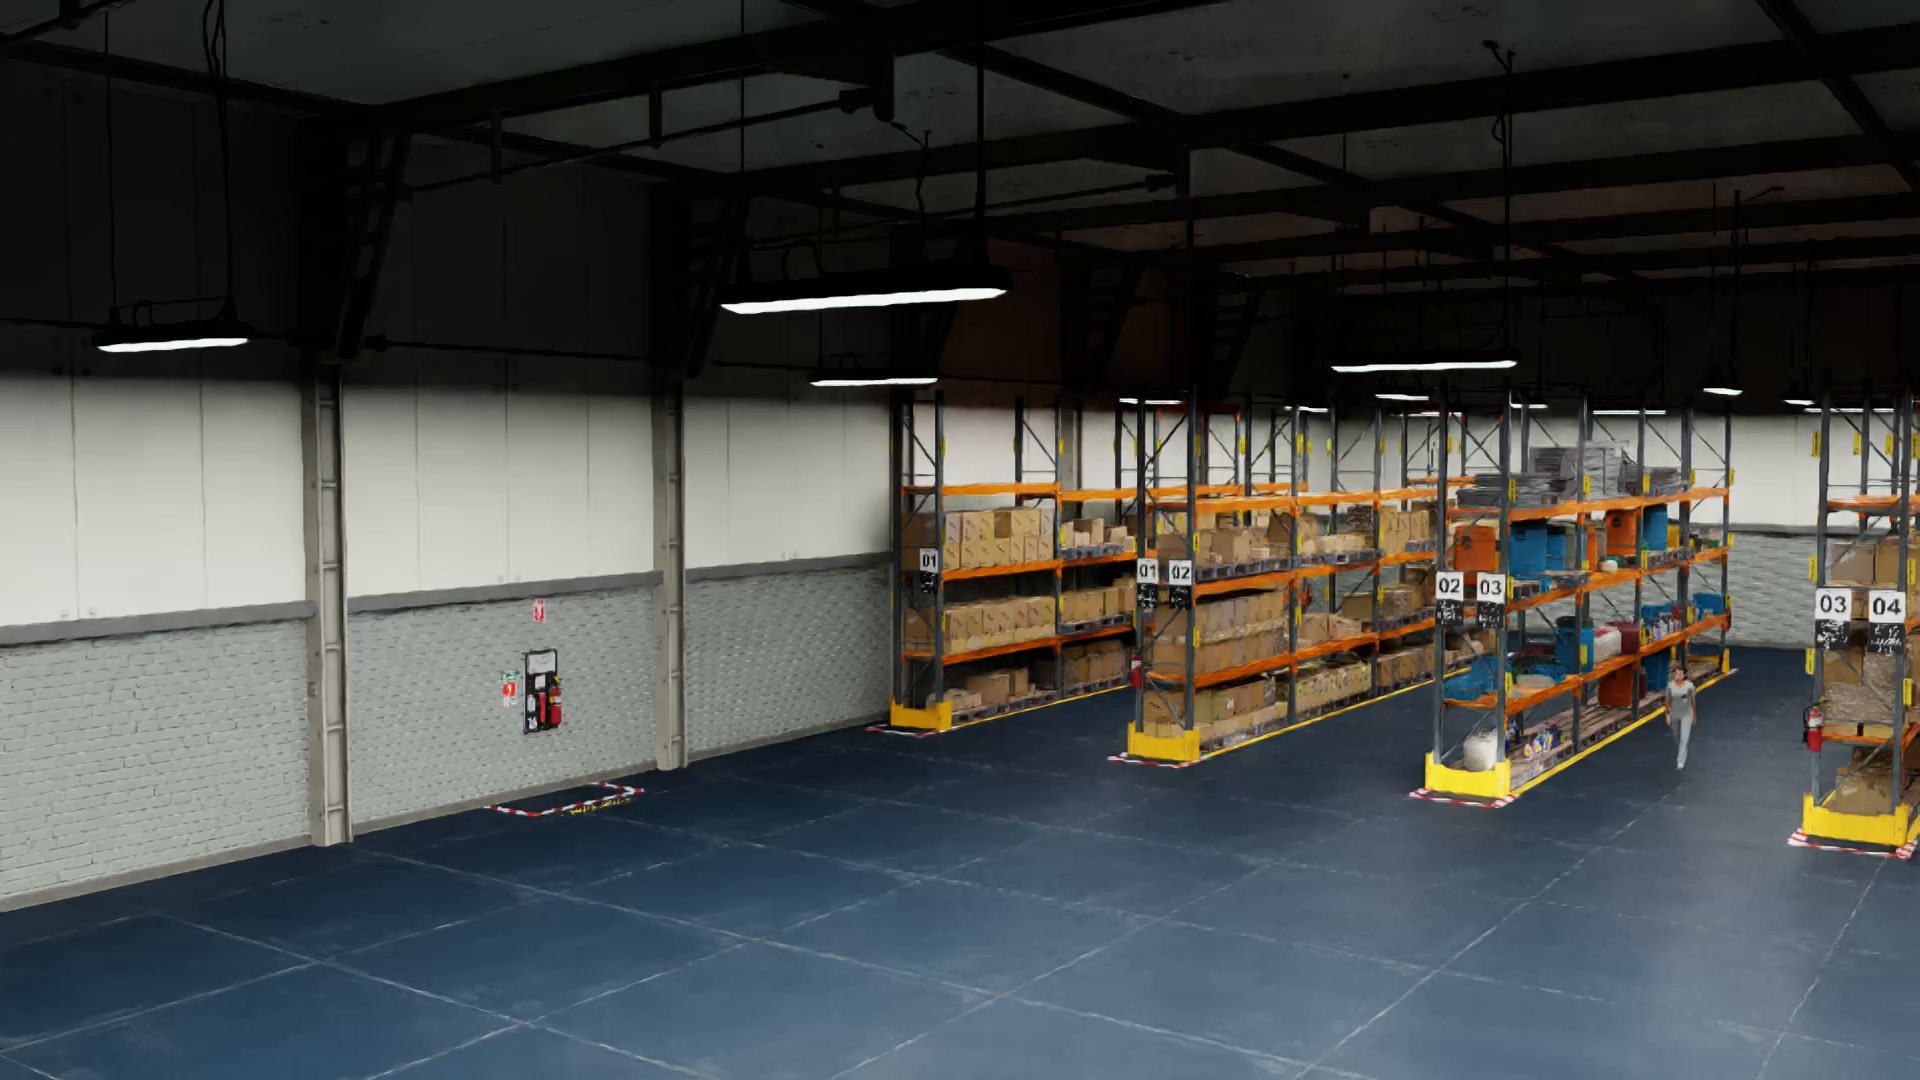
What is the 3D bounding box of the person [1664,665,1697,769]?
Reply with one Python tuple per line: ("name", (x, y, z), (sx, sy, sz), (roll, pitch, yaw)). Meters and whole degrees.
("person", (11.220, 2.730, 25.944), (0.446, 1.590, 1.110), (2, 4, 37))
